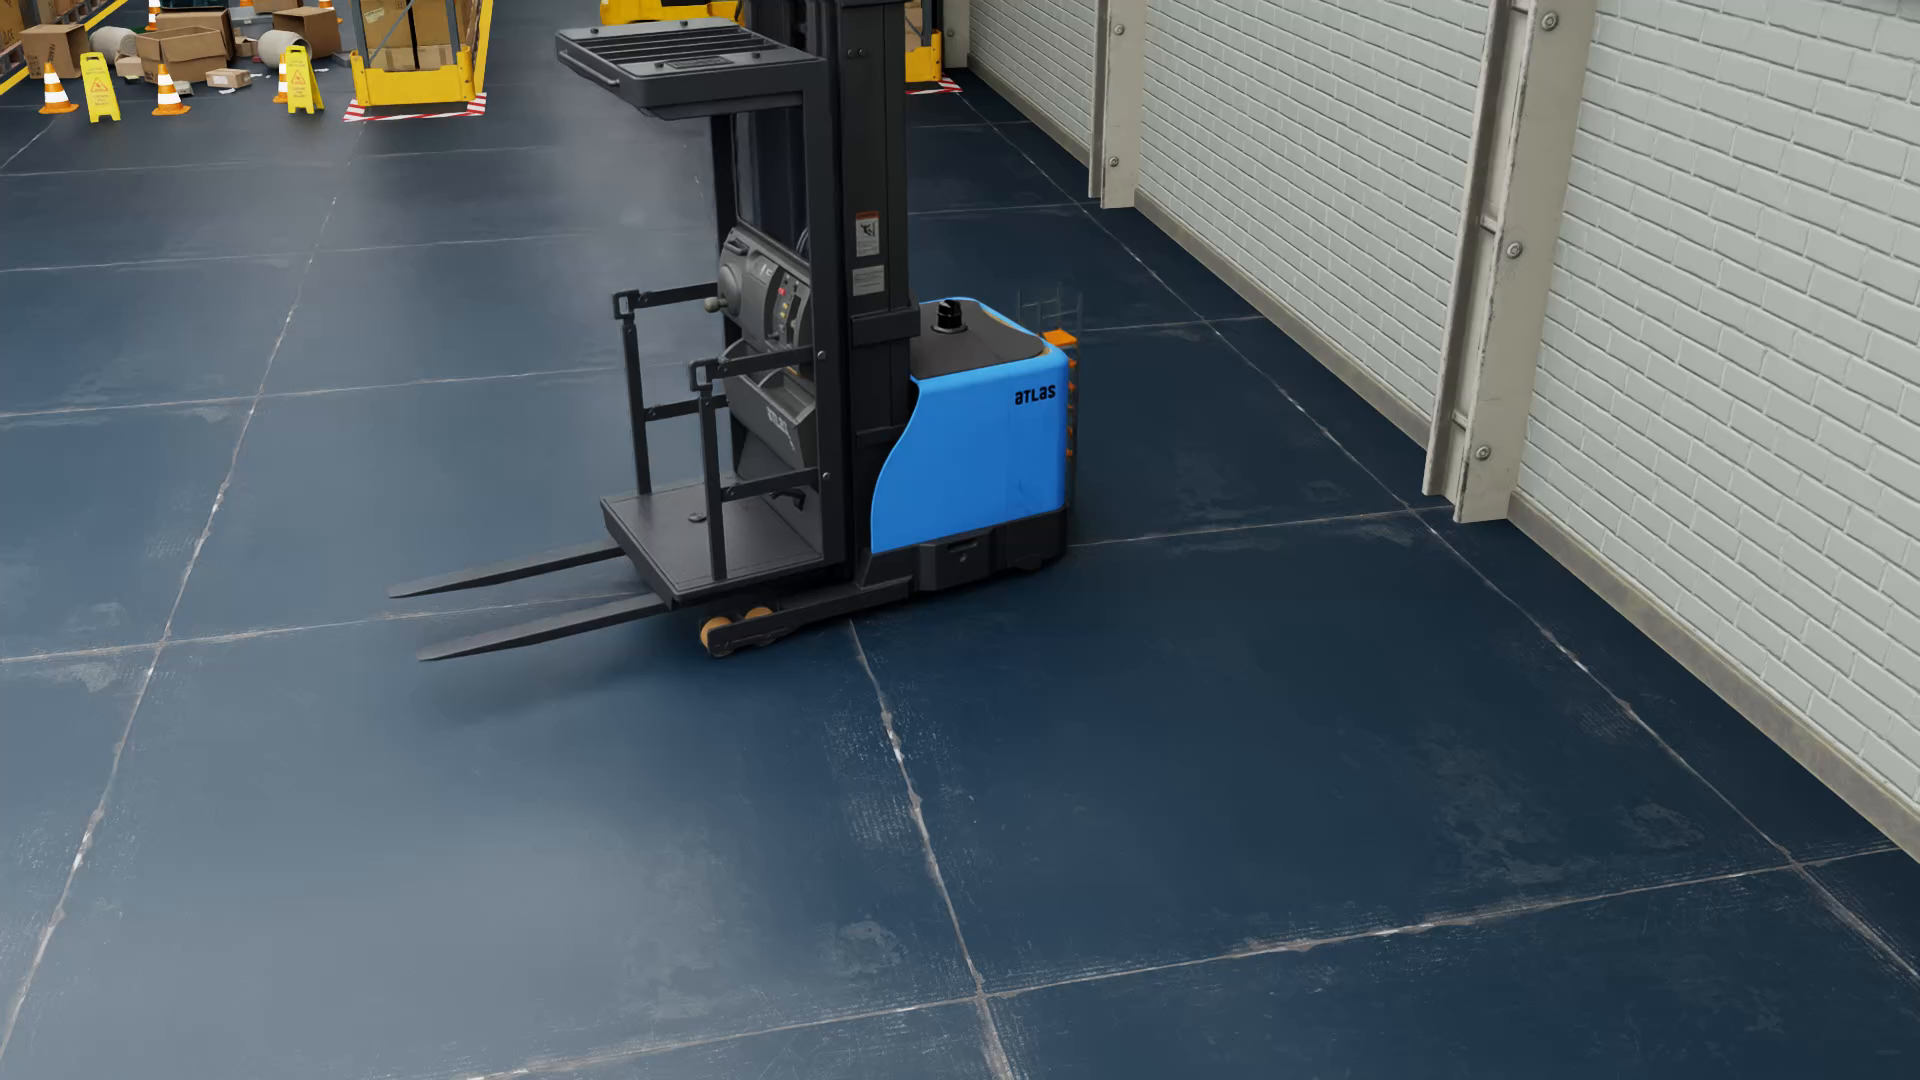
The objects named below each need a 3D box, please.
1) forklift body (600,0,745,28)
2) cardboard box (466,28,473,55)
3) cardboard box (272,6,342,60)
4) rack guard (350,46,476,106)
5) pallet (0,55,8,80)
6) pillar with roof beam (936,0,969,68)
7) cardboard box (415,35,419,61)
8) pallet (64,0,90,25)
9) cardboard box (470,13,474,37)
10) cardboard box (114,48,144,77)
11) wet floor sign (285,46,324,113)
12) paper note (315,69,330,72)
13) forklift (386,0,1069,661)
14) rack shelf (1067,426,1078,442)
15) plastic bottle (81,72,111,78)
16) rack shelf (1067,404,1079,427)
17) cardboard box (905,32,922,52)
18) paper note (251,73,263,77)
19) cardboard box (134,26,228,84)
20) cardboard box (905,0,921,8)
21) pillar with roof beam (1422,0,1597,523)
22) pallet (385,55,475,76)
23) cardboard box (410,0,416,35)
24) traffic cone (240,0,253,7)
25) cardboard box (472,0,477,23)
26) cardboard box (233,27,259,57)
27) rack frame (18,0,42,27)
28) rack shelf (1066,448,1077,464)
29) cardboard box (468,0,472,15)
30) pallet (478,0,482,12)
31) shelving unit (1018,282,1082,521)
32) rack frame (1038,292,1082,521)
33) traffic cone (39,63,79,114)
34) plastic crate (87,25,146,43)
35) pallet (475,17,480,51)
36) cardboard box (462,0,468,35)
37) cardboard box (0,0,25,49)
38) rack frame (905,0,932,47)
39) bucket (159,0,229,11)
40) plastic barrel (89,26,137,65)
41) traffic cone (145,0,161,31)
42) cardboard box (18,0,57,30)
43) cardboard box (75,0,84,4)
[{"bbox_3d":[-3.006,-6.665,19.067,2.313,2.155,1.214,-6,27,-12],"label":"forklift body"},{"bbox_3d":[-5.657,-5.458,18.320,0.500,0.250,0.500,-5,27,-10],"label":"cardboard box"},{"bbox_3d":[-7.622,-5.923,19.428,0.500,0.500,0.500,13,30,24],"label":"cardboard box"},{"bbox_3d":[-5.654,-4.808,17.221,1.175,0.500,0.348,-6,27,-12],"label":"rack guard"},{"bbox_3d":[-10.964,-4.976,17.875,1.003,0.211,1.213,-6,27,-12],"label":"pallet"},{"bbox_3d":[-4.274,-9.035,16.163,9.100,9.000,0.400,-6,27,-12],"label":"pillar with roof beam"},{"bbox_3d":[-6.190,-5.406,18.218,0.500,0.250,0.500,-6,27,-11],"label":"cardboard box"},{"bbox_3d":[-11.864,-6.723,21.335,1.003,0.211,1.213,-6,27,-12],"label":"pallet"},{"bbox_3d":[-5.903,-5.918,19.231,0.500,0.250,0.500,-6,27,-11],"label":"cardboard box"},{"bbox_3d":[-9.156,-5.312,18.479,0.396,0.266,0.258,-1,27,-3],"label":"cardboard box"},{"bbox_3d":[-6.636,-4.648,16.742,0.267,0.644,0.232,3,27,6],"label":"wet floor sign"},{"bbox_3d":[-7.173,-5.289,18.694,0.142,0.019,0.148,-16,31,-29],"label":"paper note"},{"bbox_3d":[-1.032,-1.074,7.125,3.031,2.935,1.130,-14,30,-25],"label":"forklift"},{"bbox_3d":[0.431,-0.506,8.287,0.258,0.103,0.180,-14,30,-26],"label":"rack shelf"},{"bbox_3d":[-9.546,-5.142,18.370,0.283,0.061,0.133,-16,31,-29],"label":"plastic bottle"},{"bbox_3d":[0.431,-0.613,8.232,0.258,0.103,0.180,-14,30,-26],"label":"rack shelf"},{"bbox_3d":[-0.722,-5.592,18.585,0.500,0.250,0.500,-6,27,-11],"label":"cardboard box"},{"bbox_3d":[-7.834,-5.161,18.454,0.148,0.019,0.142,3,27,6],"label":"paper note"},{"bbox_3d":[-8.499,-5.290,18.173,0.637,0.503,0.797,19,32,32],"label":"cardboard box"},{"bbox_3d":[-0.725,-6.033,18.350,0.500,0.250,0.500,-6,27,-12],"label":"cardboard box"},{"bbox_3d":[-1.570,-3.767,5.726,9.100,9.000,0.400,-6,27,-12],"label":"pillar with roof beam"},{"bbox_3d":[-5.802,-5.039,18.000,1.003,0.211,1.213,-6,27,-12],"label":"pallet"},{"bbox_3d":[-6.192,-5.739,18.045,0.500,0.500,0.500,-5,27,-10],"label":"cardboard box"},{"bbox_3d":[-9.221,-6.942,21.490,0.336,0.463,0.334,-6,27,-12],"label":"traffic cone"},{"bbox_3d":[-6.143,-6.374,20.136,0.500,0.250,0.500,-5,27,-9],"label":"cardboard box"},{"bbox_3d":[-8.445,-5.851,19.547,0.396,0.266,0.258,19,32,32],"label":"cardboard box"},{"bbox_3d":[-11.338,-7.100,18.987,1.000,3.000,0.127,-6,27,-12],"label":"rack frame"},{"bbox_3d":[0.431,-0.399,8.341,0.258,0.103,0.180,-14,30,-26],"label":"rack shelf"},{"bbox_3d":[-5.911,-6.262,19.081,0.500,0.500,0.500,-5,27,-9],"label":"cardboard box"},{"bbox_3d":[-6.993,-7.280,22.439,1.003,0.211,1.213,-6,27,-12],"label":"pallet"},{"bbox_3d":[0.431,-0.653,8.212,0.258,1.200,0.189,-14,30,-26],"label":"shelving unit"},{"bbox_3d":[0.477,-0.617,8.141,0.240,1.200,0.006,-14,30,-26],"label":"rack frame"},{"bbox_3d":[-9.173,-4.589,16.827,0.336,0.463,0.334,-6,27,-12],"label":"traffic cone"},{"bbox_3d":[-10.022,-5.927,19.720,0.450,0.188,0.662,-2,25,20],"label":"plastic crate"},{"bbox_3d":[-6.352,-6.111,20.122,1.003,0.211,1.213,-6,27,-12],"label":"pallet"},{"bbox_3d":[-5.677,-5.807,18.180,0.500,0.500,0.500,-7,28,-14],"label":"cardboard box"},{"bbox_3d":[-11.264,-6.055,18.810,0.875,0.875,0.875,-6,27,-11],"label":"cardboard box"},{"bbox_3d":[-0.801,-6.396,17.594,1.000,3.000,0.127,-6,27,-12],"label":"rack frame"},{"bbox_3d":[-9.061,-6.491,19.728,0.726,0.611,0.620,3,17,6],"label":"bucket"},{"bbox_3d":[-9.588,-5.607,18.890,0.512,0.421,0.421,13,30,24],"label":"plastic barrel"},{"bbox_3d":[-10.169,-6.709,21.029,0.336,0.463,0.334,-6,27,-12],"label":"traffic cone"},{"bbox_3d":[-11.565,-6.546,19.921,1.050,0.750,0.750,-6,27,-12],"label":"cardboard box"},{"bbox_3d":[-11.989,-7.379,21.571,1.050,0.750,0.750,-6,27,-11],"label":"cardboard box"}]
